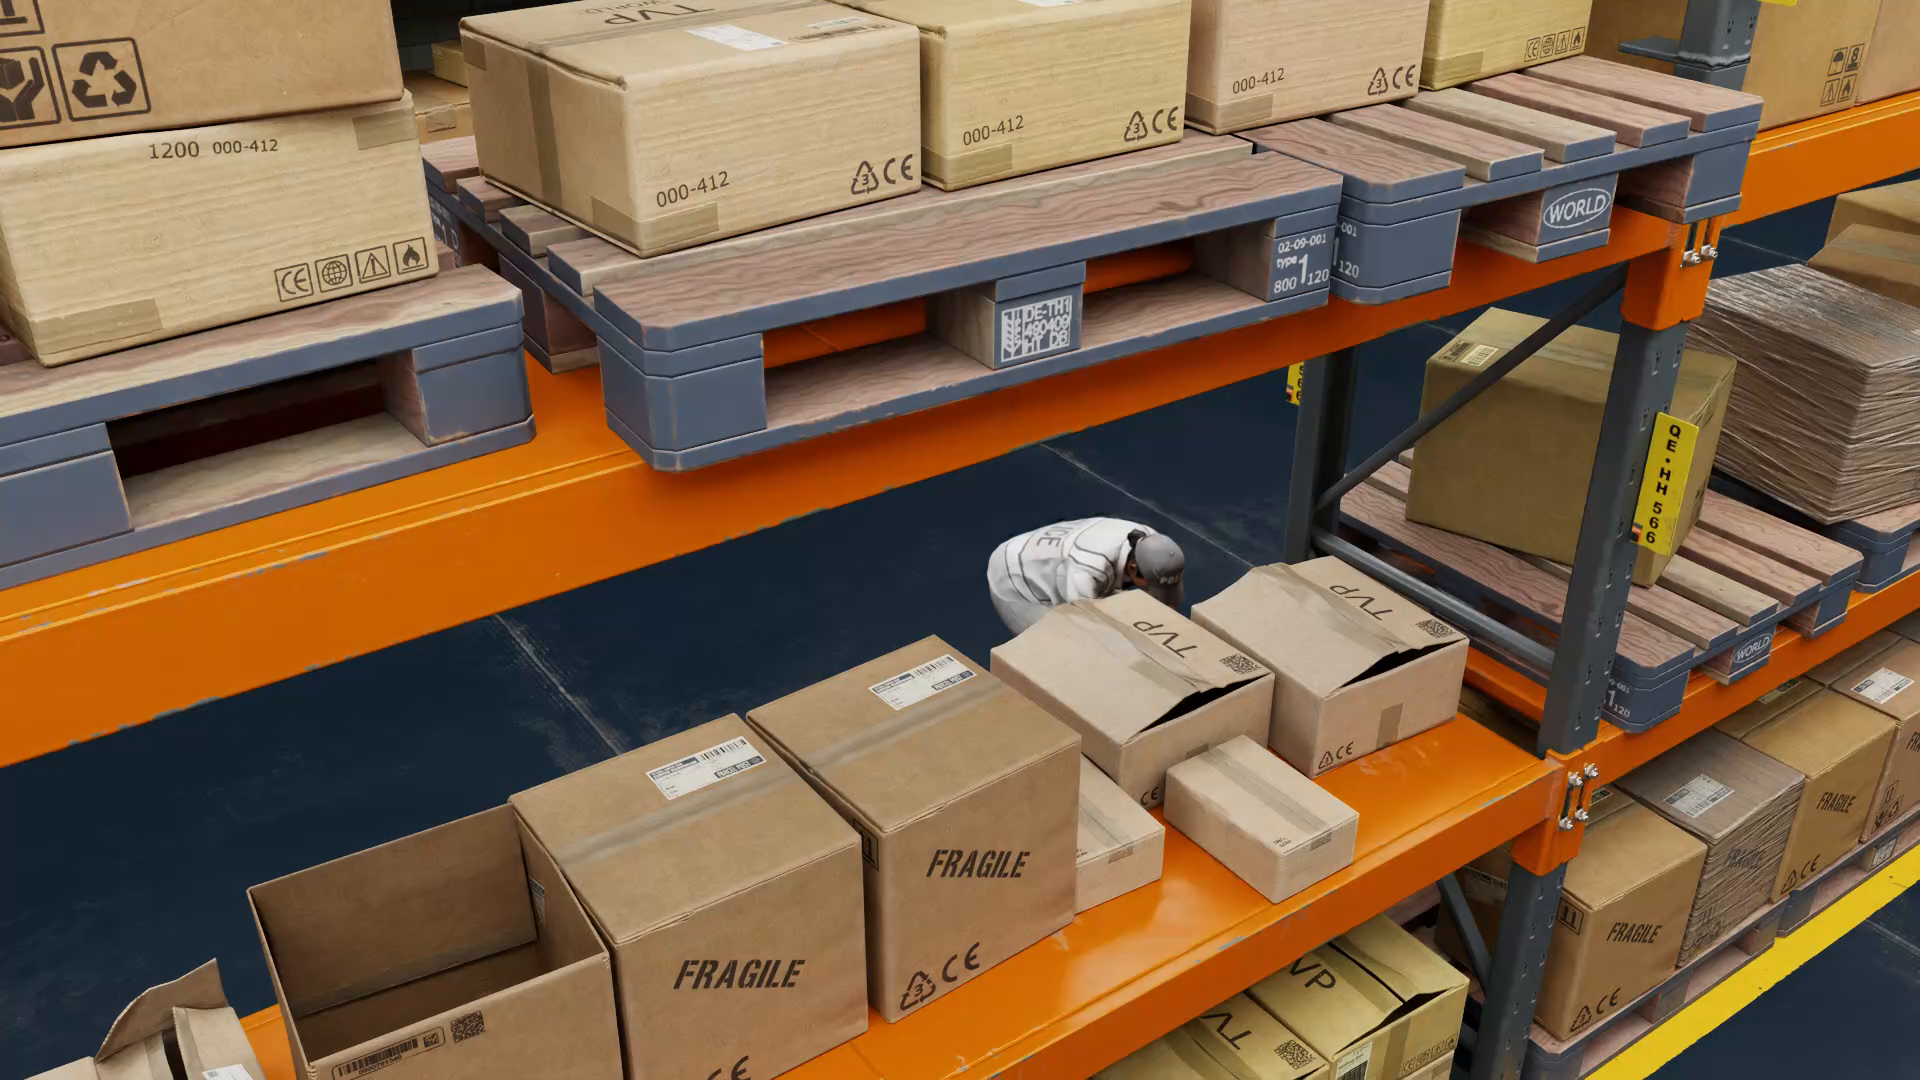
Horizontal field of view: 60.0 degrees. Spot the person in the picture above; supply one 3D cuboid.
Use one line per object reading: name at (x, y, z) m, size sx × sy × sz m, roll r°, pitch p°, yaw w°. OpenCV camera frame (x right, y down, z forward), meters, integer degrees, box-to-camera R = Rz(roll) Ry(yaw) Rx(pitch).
person at (0.493, 0.273, 6.421) m, size 0.523 × 0.907 × 0.858 m, roll -19°, pitch 34°, yaw -31°
